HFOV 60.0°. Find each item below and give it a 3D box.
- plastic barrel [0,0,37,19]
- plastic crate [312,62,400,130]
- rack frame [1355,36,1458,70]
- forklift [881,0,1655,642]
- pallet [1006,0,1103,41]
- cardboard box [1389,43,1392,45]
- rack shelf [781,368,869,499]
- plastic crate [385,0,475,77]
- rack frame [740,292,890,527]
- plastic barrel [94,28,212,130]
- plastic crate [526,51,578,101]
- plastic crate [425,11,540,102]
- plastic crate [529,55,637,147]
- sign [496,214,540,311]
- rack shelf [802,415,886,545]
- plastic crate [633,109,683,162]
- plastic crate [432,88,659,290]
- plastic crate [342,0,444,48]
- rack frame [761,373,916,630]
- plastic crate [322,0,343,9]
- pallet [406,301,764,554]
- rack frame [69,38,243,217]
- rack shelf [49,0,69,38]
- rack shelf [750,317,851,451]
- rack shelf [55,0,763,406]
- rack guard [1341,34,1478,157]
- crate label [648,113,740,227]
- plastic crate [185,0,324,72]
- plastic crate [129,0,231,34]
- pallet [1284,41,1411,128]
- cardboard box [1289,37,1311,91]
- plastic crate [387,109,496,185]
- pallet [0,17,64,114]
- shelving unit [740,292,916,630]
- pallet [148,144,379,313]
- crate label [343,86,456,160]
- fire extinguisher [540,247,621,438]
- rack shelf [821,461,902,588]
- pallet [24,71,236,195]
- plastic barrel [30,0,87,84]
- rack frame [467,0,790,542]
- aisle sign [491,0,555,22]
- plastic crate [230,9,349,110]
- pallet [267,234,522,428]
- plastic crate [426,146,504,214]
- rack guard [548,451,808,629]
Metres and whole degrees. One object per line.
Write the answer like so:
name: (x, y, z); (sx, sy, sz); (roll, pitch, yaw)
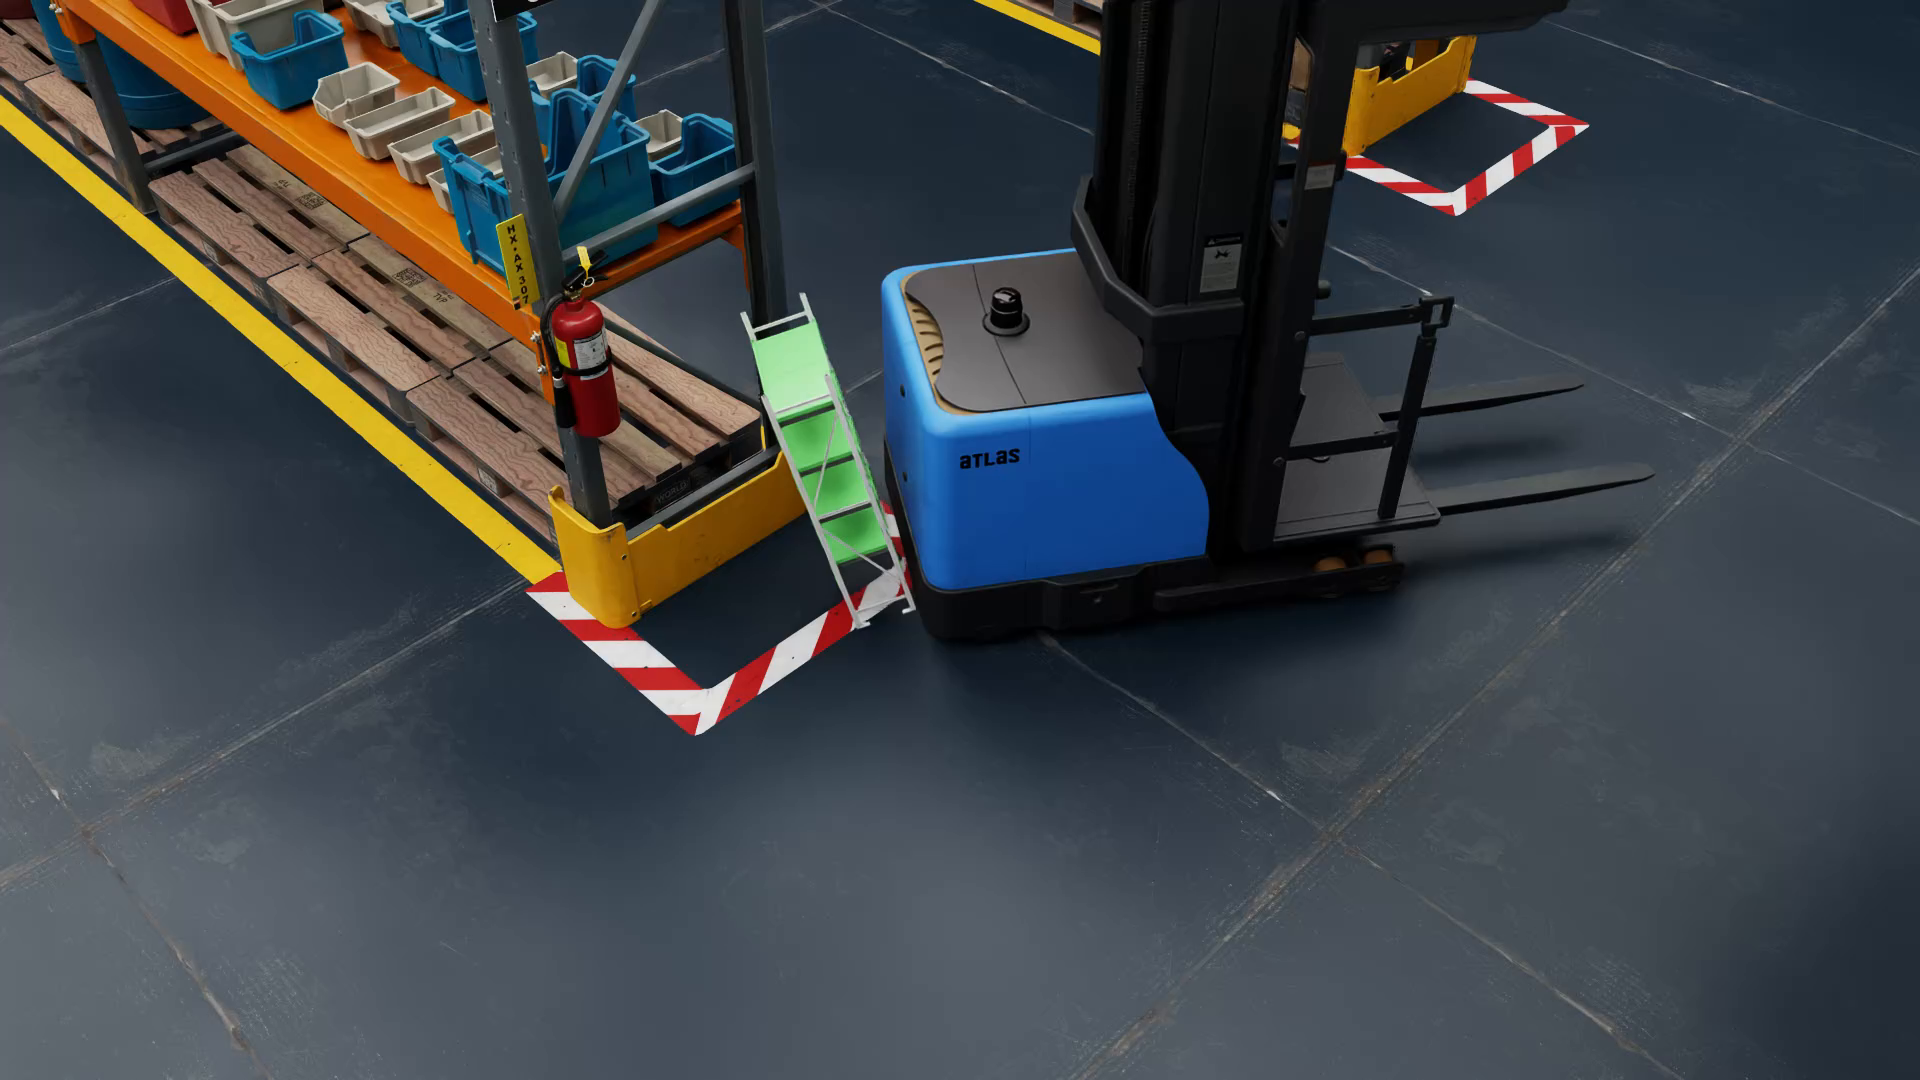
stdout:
plastic barrel: (-5.548, -3.453, 9.744); (0.600, 0.588, 0.708); (-34, 53, -31)
plastic crate: (-2.388, -1.741, 6.574); (0.298, 0.136, 0.250); (-34, 53, -31)
rack frame: (2.457, -3.482, 8.308); (1.000, 3.000, 0.127); (-34, 53, -31)
forklift: (1.259, -1.194, 5.882); (3.031, 2.935, 1.130); (-8, 43, -8)
pallet: (0.982, -3.463, 10.342); (1.003, 0.211, 1.213); (-34, 53, -31)
cardboard box: (2.404, -2.962, 9.522); (0.380, 0.149, 0.250); (-34, 53, -31)
rack shelf: (-0.511, -0.388, 6.005); (0.258, 0.148, 0.480); (-19, 45, -1)
plastic crate: (-2.136, -2.123, 6.917); (0.416, 0.233, 0.300); (-34, 53, -31)
rack frame: (-0.529, -0.430, 6.302); (0.240, 1.200, 0.015); (-19, 45, -1)
plastic barrel: (-4.250, -2.685, 8.682); (0.600, 0.901, 0.708); (-34, 53, -31)
plastic crate: (-1.641, -1.831, 6.671); (0.250, 0.136, 0.298); (-34, 53, -31)
plastic crate: (-1.924, -1.979, 6.761); (0.416, 0.233, 0.300); (-34, 53, -31)
plastic crate: (-1.459, -1.663, 6.418); (0.416, 0.233, 0.300); (-34, 53, -31)
sign: (-1.431, -0.898, 5.391); (0.100, 0.325, 0.005); (-34, 53, -31)
rack shelf: (-0.458, -0.225, 6.173); (0.258, 0.148, 0.480); (-19, 45, -1)
plastic crate: (-1.162, -1.505, 6.318); (0.250, 0.136, 0.298); (-34, 53, -31)
plastic crate: (-1.422, -1.216, 5.785); (0.616, 0.435, 0.499); (-34, 53, -31)
plastic crate: (-2.435, -2.264, 7.140); (0.293, 0.136, 0.466); (-34, 53, -31)
rack frame: (-0.415, -0.107, 5.954); (0.240, 1.200, 0.015); (-19, 45, -1)
plastic crate: (-2.897, -2.543, 7.451); (0.437, 0.125, 0.590); (-34, 53, -31)
pallet: (-1.608, -0.500, 7.136); (1.003, 0.211, 1.213); (-34, 53, -31)
rack frame: (-3.878, -3.032, 7.820); (1.000, 3.000, 0.127); (-34, 53, -31)
rack shelf: (-5.290, -3.728, 9.105); (1.077, 0.370, 4.000); (-34, 53, -31)
rack shelf: (-0.565, -0.550, 5.837); (0.258, 0.148, 0.480); (-19, 45, -1)
rack shelf: (-2.465, -1.806, 7.025); (1.077, 0.370, 4.000); (-34, 53, -31)
rack guard: (2.403, -2.600, 9.195); (1.175, 0.500, 0.348); (-34, 53, -31)
crate label: (-0.994, -1.346, 6.076); (0.416, 0.233, 0.303); (-34, 53, -31)
plastic crate: (-2.930, -2.188, 6.951); (0.437, 0.282, 0.530); (-34, 53, -31)
plastic crate: (-3.425, -2.528, 7.184); (0.402, 0.464, 0.583); (-34, 53, -31)
pallet: (1.839, -2.877, 9.708); (1.003, 0.211, 1.213); (-34, 53, -31)
cardboard box: (1.898, -2.868, 9.162); (0.500, 0.500, 0.500); (-34, 53, -31)
plastic crate: (-1.952, -1.486, 6.298); (0.396, 0.136, 0.243); (-34, 53, -31)
pallet: (-5.259, -2.984, 9.824); (1.003, 0.211, 1.213); (-34, 53, -31)
shelving unit: (-0.472, -0.268, 6.128); (0.258, 1.200, 0.503); (-19, 45, -1)
pallet: (-3.331, -1.673, 8.405); (1.003, 0.211, 1.213); (-34, 53, -31)
crate label: (-2.166, -1.608, 6.430); (0.396, 0.136, 0.243); (-34, 53, -31)
fire extinguisher: (-1.268, -0.654, 5.579); (0.296, 0.674, 0.183); (-34, 53, -31)
rack shelf: (-0.404, -0.062, 6.341); (0.258, 0.148, 0.480); (-19, 45, -1)
pallet: (-4.393, -2.398, 9.190); (1.003, 0.211, 1.213); (-34, 53, -31)
plastic barrel: (-4.750, -3.025, 9.050); (0.600, 0.901, 0.708); (-34, 53, -31)
rack frame: (-1.053, -1.109, 5.740); (1.000, 3.000, 0.127); (-34, 53, -31)
aisle sign: (-1.210, -1.889, 4.669); (0.394, 0.787, 0.004); (-34, 53, -31)
plastic crate: (-2.685, -1.934, 6.712); (0.416, 0.233, 0.300); (-34, 53, -31)
pallet: (-2.465, -1.086, 7.770); (1.003, 0.211, 1.213); (-34, 53, -31)
plastic crate: (-1.757, -1.340, 6.140); (0.396, 0.136, 0.243); (-34, 53, -31)
rack guard: (-1.027, -0.186, 6.583); (1.175, 0.500, 0.348); (-34, 53, -31)
